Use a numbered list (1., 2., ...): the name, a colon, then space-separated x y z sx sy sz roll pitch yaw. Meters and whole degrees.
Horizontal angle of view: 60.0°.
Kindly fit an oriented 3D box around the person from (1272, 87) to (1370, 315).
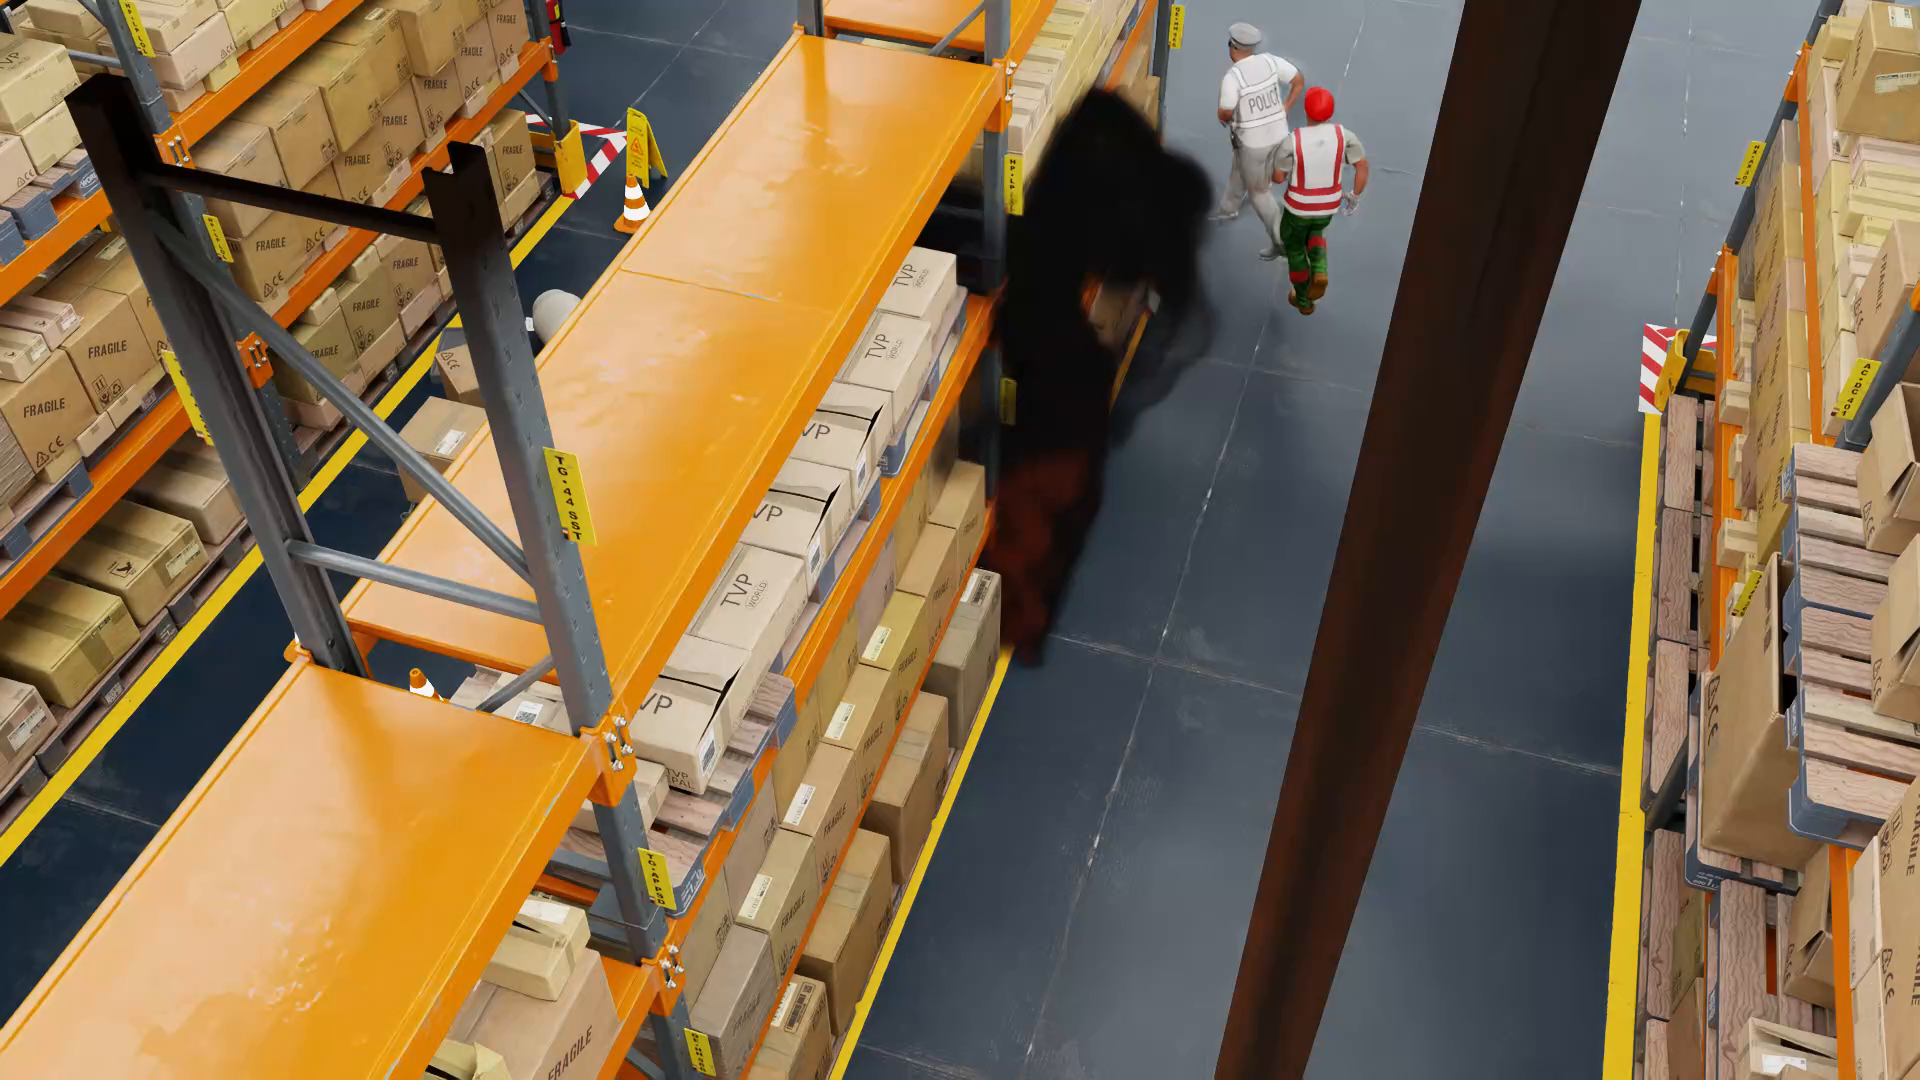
1. person: 2.503 -2.419 11.890 0.660 1.756 0.638 -4 46 -4

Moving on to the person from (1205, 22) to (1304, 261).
1. person: 2.321 -2.962 12.713 0.705 1.729 1.018 -23 50 -21
